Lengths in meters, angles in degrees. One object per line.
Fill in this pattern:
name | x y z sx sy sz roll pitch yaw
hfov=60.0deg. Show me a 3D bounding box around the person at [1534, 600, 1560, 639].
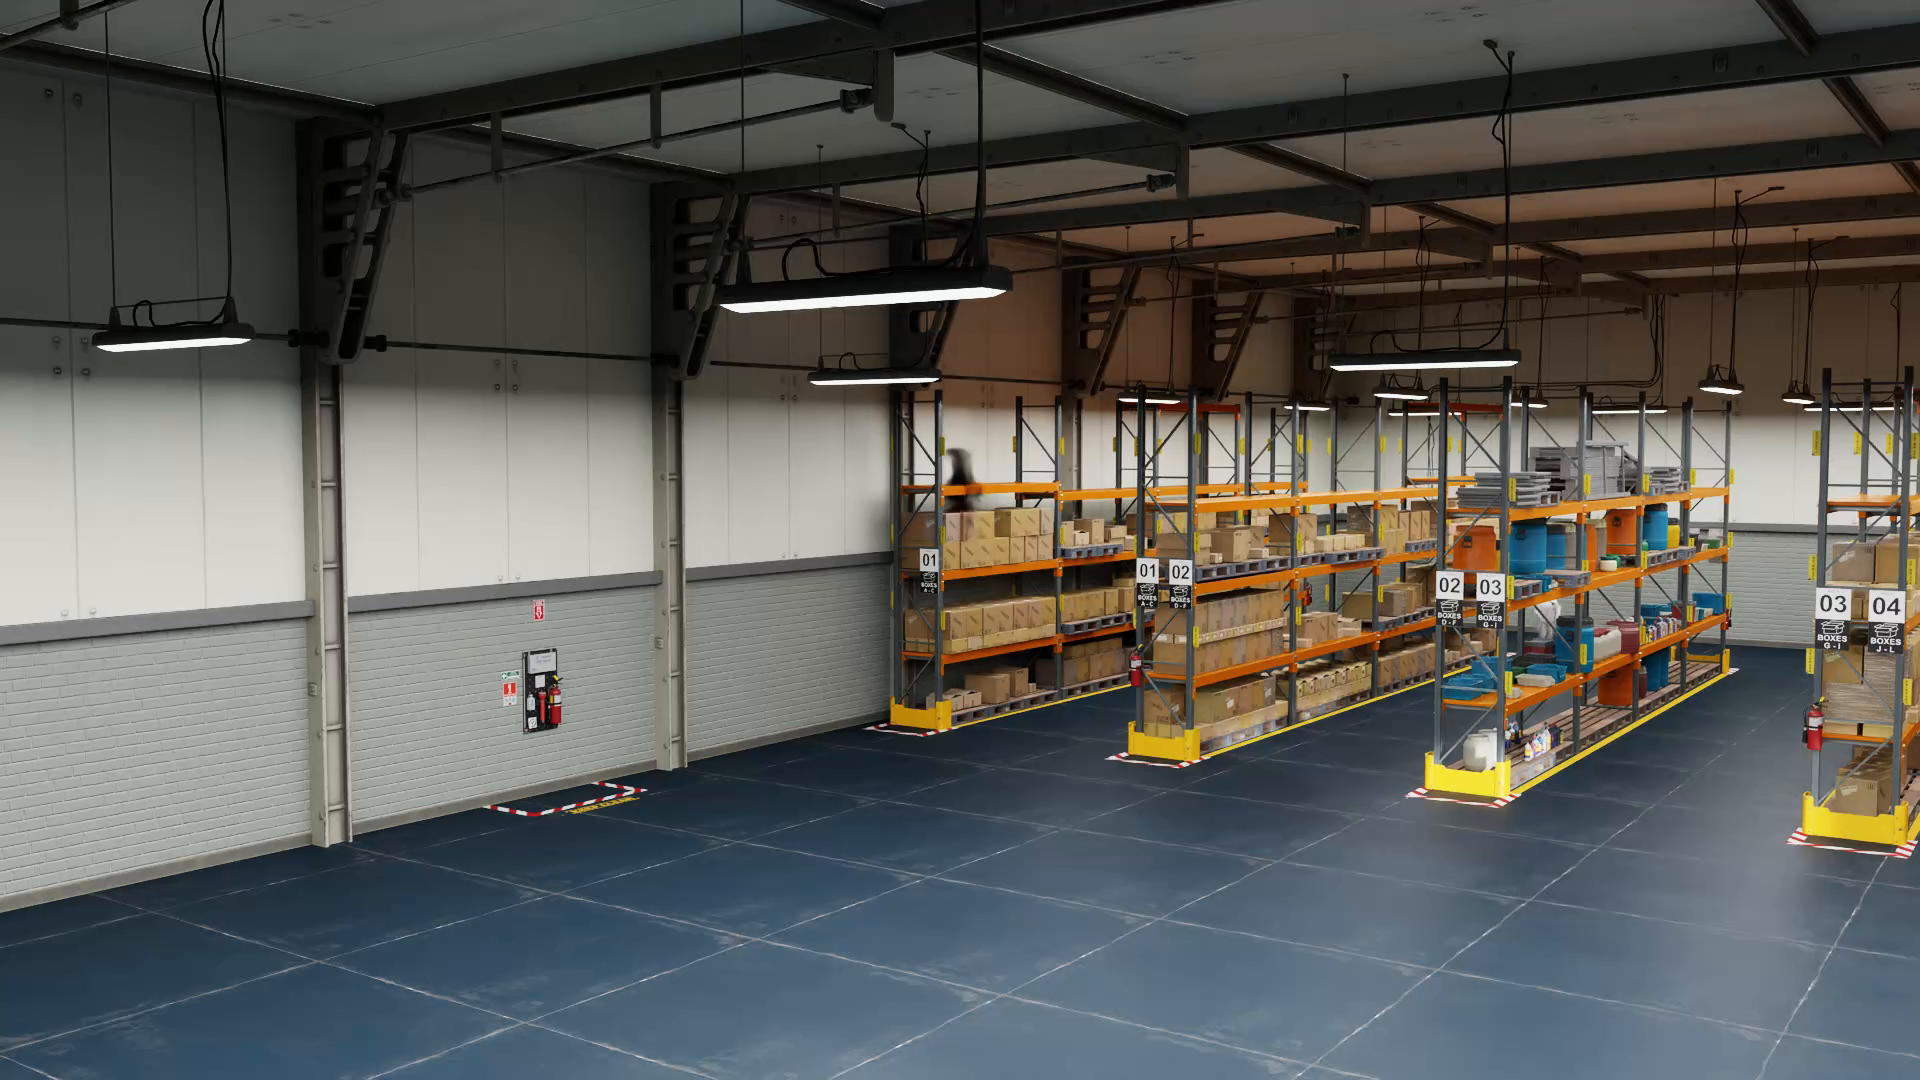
person | 13.796 1.960 39.066 0.588 1.745 0.830 1 3 18
